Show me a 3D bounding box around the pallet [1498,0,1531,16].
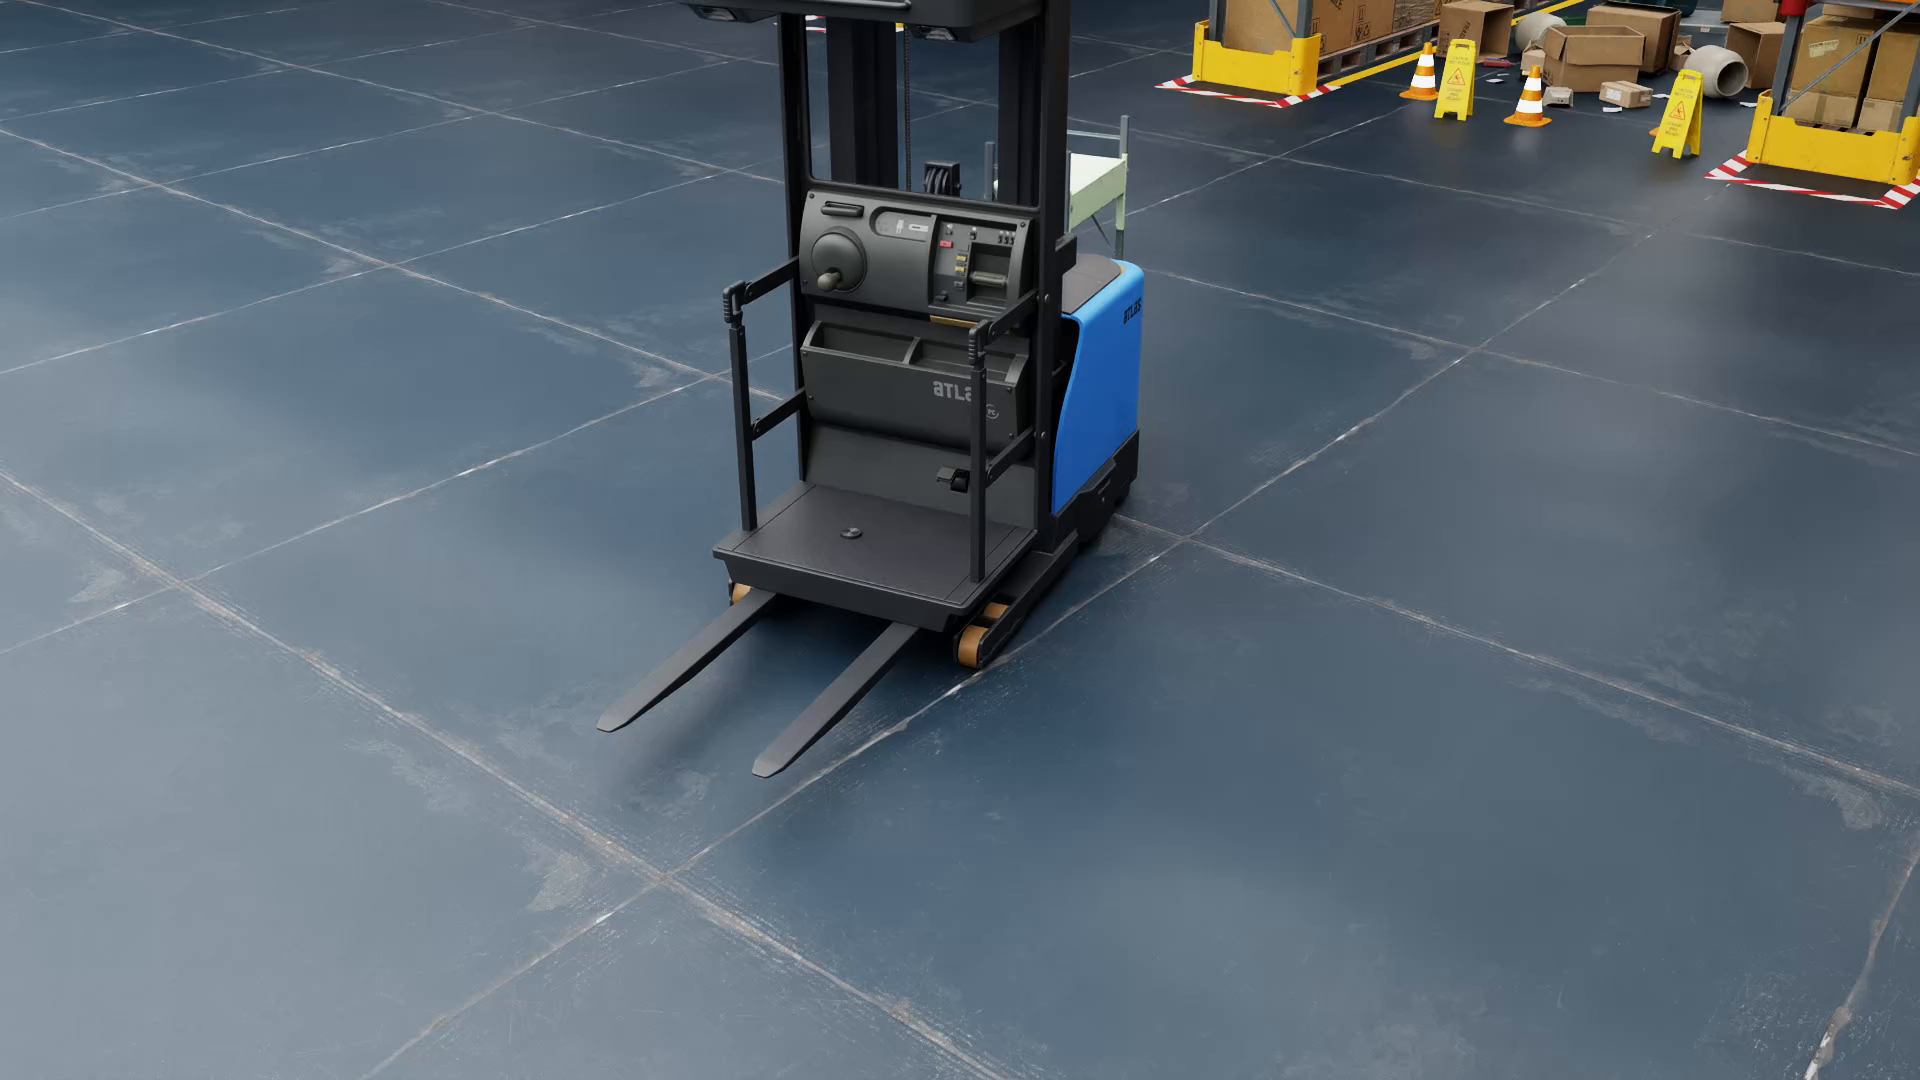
[{"bbox_3d":[5.706,-6.038,18.691,1.003,0.211,1.213,21,34,34],"label":"pallet"}]

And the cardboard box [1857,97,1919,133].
[{"bbox_3d":[7.340,-3.322,12.942,0.500,0.250,0.500,20,34,34],"label":"cardboard box"}]

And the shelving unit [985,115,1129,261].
[{"bbox_3d":[0.459,-1.221,7.977,0.431,1.500,0.755,12,30,22],"label":"shelving unit"}]

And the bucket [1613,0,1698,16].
[{"bbox_3d":[6.966,-5.480,16.486,0.620,0.611,0.726,-5,26,-32],"label":"bucket"}]

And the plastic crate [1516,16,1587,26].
[{"bbox_3d":[6.174,-5.313,17.253,0.662,0.188,0.450,-10,19,-18],"label":"plastic crate"}]

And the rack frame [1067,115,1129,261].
[{"bbox_3d":[0.616,-1.373,8.271,0.400,1.500,0.023,12,30,22],"label":"rack frame"}]

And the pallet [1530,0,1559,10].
[{"bbox_3d":[6.482,-6.472,19.531,1.003,0.211,1.213,21,34,34],"label":"pallet"}]

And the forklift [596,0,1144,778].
[{"bbox_3d":[-0.269,-1.041,6.072,1.130,2.935,3.031,12,30,22],"label":"forklift"}]

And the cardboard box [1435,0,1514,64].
[{"bbox_3d":[5.078,-5.021,16.409,0.500,0.500,0.500,-21,34,-35],"label":"cardboard box"}]

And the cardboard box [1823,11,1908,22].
[{"bbox_3d":[7.251,-3.996,13.430,0.500,0.500,0.500,22,35,36],"label":"cardboard box"}]

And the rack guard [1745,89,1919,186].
[{"bbox_3d":[6.662,-3.068,12.637,1.175,0.500,0.348,21,34,34],"label":"rack guard"}]

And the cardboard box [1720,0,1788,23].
[{"bbox_3d":[7.765,-5.305,16.137,0.500,0.500,0.500,21,34,34],"label":"cardboard box"}]

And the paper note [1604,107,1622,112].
[{"bbox_3d":[5.679,-3.750,14.465,0.148,0.019,0.142,9,29,17],"label":"paper note"}]

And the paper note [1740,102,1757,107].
[{"bbox_3d":[6.953,-3.842,14.643,0.142,0.019,0.148,9,29,17],"label":"paper note"}]

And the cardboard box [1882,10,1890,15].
[{"bbox_3d":[7.266,-4.336,13.381,0.380,0.149,0.250,21,34,35],"label":"cardboard box"}]

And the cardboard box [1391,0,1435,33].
[{"bbox_3d":[4.249,-5.700,16.859,0.875,0.875,0.875,21,34,35],"label":"cardboard box"}]

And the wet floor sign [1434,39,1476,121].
[{"bbox_3d":[4.239,-3.928,14.140,0.267,0.644,0.232,15,31,26],"label":"wet floor sign"}]

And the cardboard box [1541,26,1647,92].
[{"bbox_3d":[5.777,-4.405,15.218,0.797,0.503,0.637,0,27,0],"label":"cardboard box"}]

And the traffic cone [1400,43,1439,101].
[{"bbox_3d":[4.163,-4.209,14.882,0.336,0.463,0.334,21,34,34],"label":"traffic cone"}]

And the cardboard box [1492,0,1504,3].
[{"bbox_3d":[5.599,-6.414,18.376,1.050,0.750,0.750,21,34,34],"label":"cardboard box"}]

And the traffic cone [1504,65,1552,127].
[{"bbox_3d":[4.819,-3.758,14.011,0.336,0.463,0.334,21,34,34],"label":"traffic cone"}]

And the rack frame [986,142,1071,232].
[{"bbox_3d":[0.302,-1.069,7.684,0.400,1.500,0.023,12,30,22],"label":"rack frame"}]

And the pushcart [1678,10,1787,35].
[{"bbox_3d":[7.366,-5.054,16.608,1.648,0.377,0.936,9,29,17],"label":"pushcart"}]

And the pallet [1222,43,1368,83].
[{"bbox_3d":[3.178,-4.630,15.971,1.003,0.211,1.213,21,34,34],"label":"pallet"}]

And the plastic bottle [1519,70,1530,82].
[{"bbox_3d":[5.333,-4.364,15.618,0.133,0.061,0.283,9,29,17],"label":"plastic bottle"}]

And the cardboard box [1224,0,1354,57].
[{"bbox_3d":[3.110,-5.065,15.632,0.875,0.875,0.875,21,34,35],"label":"cardboard box"}]

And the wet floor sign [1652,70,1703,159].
[{"bbox_3d":[5.667,-3.351,13.026,0.232,0.644,0.267,-15,31,-27],"label":"wet floor sign"}]

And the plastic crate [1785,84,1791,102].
[{"bbox_3d":[7.526,-3.956,14.810,0.402,0.080,0.583,9,29,17],"label":"plastic crate"}]

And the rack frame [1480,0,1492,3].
[{"bbox_3d":[5.274,-6.981,17.479,1.000,3.000,0.127,21,34,34],"label":"rack frame"}]

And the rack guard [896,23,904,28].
[{"bbox_3d":[-0.985,-5.965,18.236,1.175,0.500,0.348,21,34,34],"label":"rack guard"}]

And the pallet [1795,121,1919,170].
[{"bbox_3d":[7.206,-3.218,13.240,1.003,0.211,1.213,21,34,34],"label":"pallet"}]

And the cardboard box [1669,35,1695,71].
[{"bbox_3d":[6.983,-4.694,16.034,0.258,0.266,0.396,0,27,0],"label":"cardboard box"}]

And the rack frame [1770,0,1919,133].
[{"bbox_3d":[6.613,-4.152,12.011,1.000,3.000,0.127,21,34,34],"label":"rack frame"}]

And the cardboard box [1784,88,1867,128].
[{"bbox_3d":[6.935,-3.491,13.268,0.500,0.250,0.500,21,34,34],"label":"cardboard box"}]

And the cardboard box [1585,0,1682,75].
[{"bbox_3d":[6.365,-4.800,15.833,0.797,0.637,0.503,21,34,34],"label":"cardboard box"}]

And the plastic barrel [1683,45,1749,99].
[{"bbox_3d":[6.759,-4.182,14.873,0.421,0.421,0.512,-5,28,-9],"label":"plastic barrel"}]

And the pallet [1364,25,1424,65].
[{"bbox_3d":[3.954,-5.061,16.803,1.003,0.211,1.213,21,34,34],"label":"pallet"}]

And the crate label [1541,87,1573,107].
[{"bbox_3d":[5.271,-3.910,14.660,0.250,0.136,0.298,4,28,8],"label":"crate label"}]

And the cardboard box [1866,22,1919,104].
[{"bbox_3d":[7.354,-3.664,12.787,0.500,0.500,0.500,19,33,33],"label":"cardboard box"}]

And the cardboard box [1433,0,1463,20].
[{"bbox_3d":[4.820,-6.021,17.479,0.875,0.875,0.875,21,34,35],"label":"cardboard box"}]

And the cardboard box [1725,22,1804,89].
[{"bbox_3d":[7.426,-4.478,15.360,0.500,0.500,0.500,-5,28,-9],"label":"cardboard box"}]

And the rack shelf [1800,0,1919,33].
[{"bbox_3d":[7.885,-4.541,13.547,1.077,0.370,4.000,21,34,34],"label":"rack shelf"}]

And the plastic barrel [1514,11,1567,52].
[{"bbox_3d":[5.736,-4.986,16.427,0.421,0.421,0.512,-5,28,-9],"label":"plastic barrel"}]

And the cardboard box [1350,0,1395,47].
[{"bbox_3d":[3.668,-5.378,16.236,0.875,0.875,0.875,20,34,34],"label":"cardboard box"}]

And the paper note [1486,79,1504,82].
[{"bbox_3d":[5.010,-4.288,15.507,0.142,0.017,0.144,-15,31,-27],"label":"paper note"}]

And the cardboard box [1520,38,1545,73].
[{"bbox_3d":[5.602,-4.619,15.889,0.258,0.266,0.396,-21,34,-35],"label":"cardboard box"}]

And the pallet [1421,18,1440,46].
[{"bbox_3d":[4.730,-5.495,17.643,1.003,0.211,1.213,21,34,34],"label":"pallet"}]

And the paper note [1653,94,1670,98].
[{"bbox_3d":[6.335,-4.002,14.965,0.142,0.019,0.148,-15,31,-27],"label":"paper note"}]

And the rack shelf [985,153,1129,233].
[{"bbox_3d":[0.459,-1.567,7.798,0.431,0.370,0.720,12,30,22],"label":"rack shelf"}]

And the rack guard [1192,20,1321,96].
[{"bbox_3d":[2.714,-4.444,15.296,1.175,0.500,0.348,21,34,34],"label":"rack guard"}]

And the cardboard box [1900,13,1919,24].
[{"bbox_3d":[7.684,-3.850,13.148,0.500,0.500,0.500,19,33,33],"label":"cardboard box"}]

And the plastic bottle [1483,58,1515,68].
[{"bbox_3d":[5.227,-4.621,16.116,0.283,0.061,0.133,9,29,17],"label":"plastic bottle"}]

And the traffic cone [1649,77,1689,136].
[{"bbox_3d":[5.891,-3.554,13.617,0.336,0.463,0.334,21,34,34],"label":"traffic cone"}]

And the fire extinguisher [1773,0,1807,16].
[{"bbox_3d":[6.185,-4.211,12.210,0.296,0.674,0.183,21,34,34],"label":"fire extinguisher"}]

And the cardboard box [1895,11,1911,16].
[{"bbox_3d":[7.577,-4.173,13.771,0.500,0.500,0.500,20,33,33],"label":"cardboard box"}]

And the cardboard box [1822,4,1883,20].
[{"bbox_3d":[7.103,-4.248,13.210,0.380,0.149,0.250,22,35,36],"label":"cardboard box"}]

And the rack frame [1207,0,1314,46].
[{"bbox_3d":[2.729,-5.562,14.738,1.000,3.000,0.127,21,34,34],"label":"rack frame"}]

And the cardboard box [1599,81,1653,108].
[{"bbox_3d":[5.888,-3.940,14.705,0.250,0.149,0.380,-10,29,-18],"label":"cardboard box"}]

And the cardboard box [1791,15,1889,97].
[{"bbox_3d":[6.922,-3.810,13.070,0.500,0.500,0.500,21,34,35],"label":"cardboard box"}]
